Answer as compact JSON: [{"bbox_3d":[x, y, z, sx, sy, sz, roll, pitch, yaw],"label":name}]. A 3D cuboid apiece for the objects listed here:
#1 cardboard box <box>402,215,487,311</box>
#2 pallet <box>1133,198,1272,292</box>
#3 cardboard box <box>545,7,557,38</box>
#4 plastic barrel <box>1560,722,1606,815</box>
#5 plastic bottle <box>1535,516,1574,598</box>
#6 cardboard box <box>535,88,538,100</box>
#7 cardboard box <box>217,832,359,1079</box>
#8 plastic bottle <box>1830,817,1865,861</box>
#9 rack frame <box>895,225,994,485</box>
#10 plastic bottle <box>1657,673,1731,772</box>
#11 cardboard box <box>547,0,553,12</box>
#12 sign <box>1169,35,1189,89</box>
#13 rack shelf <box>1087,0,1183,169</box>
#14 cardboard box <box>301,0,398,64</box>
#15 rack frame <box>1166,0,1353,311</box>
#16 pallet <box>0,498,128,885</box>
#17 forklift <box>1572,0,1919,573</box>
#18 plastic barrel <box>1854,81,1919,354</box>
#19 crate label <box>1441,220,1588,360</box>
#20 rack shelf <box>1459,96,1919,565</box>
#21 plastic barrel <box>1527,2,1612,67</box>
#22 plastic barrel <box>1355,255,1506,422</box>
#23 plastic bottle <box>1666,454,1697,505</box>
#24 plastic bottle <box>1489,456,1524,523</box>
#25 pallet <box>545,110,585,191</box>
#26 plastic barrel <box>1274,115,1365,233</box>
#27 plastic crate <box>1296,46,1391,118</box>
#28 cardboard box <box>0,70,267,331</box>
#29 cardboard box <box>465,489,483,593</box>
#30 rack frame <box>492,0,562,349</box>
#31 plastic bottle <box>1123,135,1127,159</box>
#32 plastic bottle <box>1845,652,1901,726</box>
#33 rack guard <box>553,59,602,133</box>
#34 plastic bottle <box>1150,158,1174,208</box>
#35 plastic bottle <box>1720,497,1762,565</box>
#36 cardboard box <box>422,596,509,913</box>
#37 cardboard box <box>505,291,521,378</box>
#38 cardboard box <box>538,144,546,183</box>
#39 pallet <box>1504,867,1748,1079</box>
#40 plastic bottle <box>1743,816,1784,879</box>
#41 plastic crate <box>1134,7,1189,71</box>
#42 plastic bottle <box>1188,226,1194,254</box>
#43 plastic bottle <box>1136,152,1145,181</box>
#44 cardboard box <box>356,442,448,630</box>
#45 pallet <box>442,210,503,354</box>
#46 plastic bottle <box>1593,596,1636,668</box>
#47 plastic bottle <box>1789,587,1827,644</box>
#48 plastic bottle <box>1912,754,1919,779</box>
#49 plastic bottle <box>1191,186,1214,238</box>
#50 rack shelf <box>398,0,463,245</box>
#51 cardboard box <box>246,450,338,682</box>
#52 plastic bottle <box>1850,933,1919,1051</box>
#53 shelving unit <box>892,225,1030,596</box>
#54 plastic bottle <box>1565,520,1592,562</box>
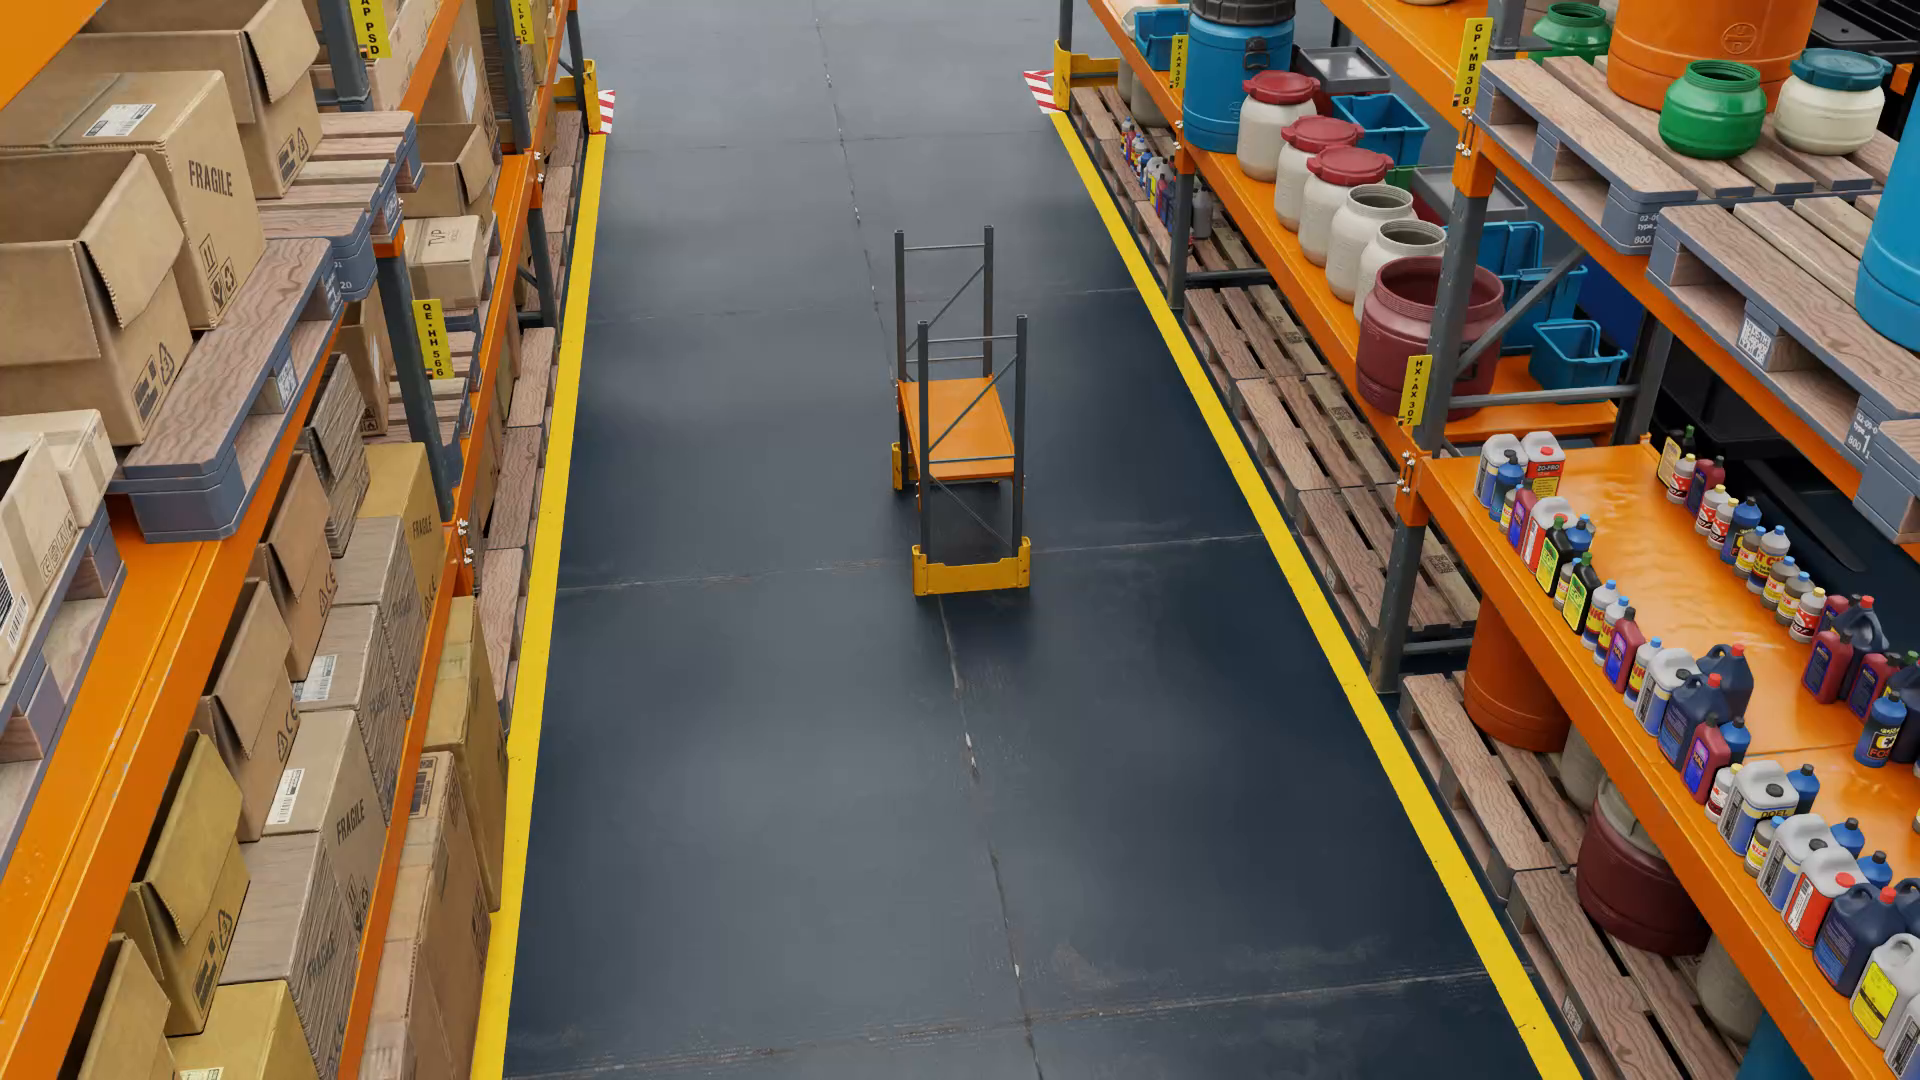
[{"bbox_3d":[-2.491,-1.280,7.725,0.500,0.250,0.500,-5,35,-8],"label":"cardboard box"},{"bbox_3d":[1.828,-2.049,11.569,1.003,0.211,1.213,-4,35,-6],"label":"pallet"},{"bbox_3d":[-3.020,-3.604,11.598,0.380,0.149,0.250,-4,35,-6],"label":"cardboard box"},{"bbox_3d":[2.662,0.844,6.685,0.421,0.512,0.421,0,34,0],"label":"plastic barrel"},{"bbox_3d":[2.188,0.060,6.102,0.061,0.283,0.133,-4,35,-6],"label":"plastic bottle"},{"bbox_3d":[-2.844,-2.765,10.366,0.380,0.149,0.250,-4,35,-6],"label":"cardboard box"},{"bbox_3d":[-1.905,1.140,4.325,0.500,0.500,0.500,-5,35,-7],"label":"cardboard box"},{"bbox_3d":[2.565,0.919,4.853,0.097,0.271,0.097,0,34,0],"label":"plastic bottle"},{"bbox_3d":[-0.080,-0.951,8.814,0.500,1.500,0.032,-4,35,-6],"label":"rack frame"},{"bbox_3d":[2.357,0.559,5.310,0.144,0.351,0.185,-4,35,-6],"label":"plastic bottle"},{"bbox_3d":[-3.312,-3.983,11.578,0.875,0.500,0.500,-4,35,-6],"label":"cardboard box"},{"bbox_3d":[1.330,-2.902,10.099,0.100,0.325,0.005,-4,35,-6],"label":"sign"},{"bbox_3d":[1.608,-3.642,12.069,1.077,0.370,4.000,-4,35,-6],"label":"rack shelf"},{"bbox_3d":[-2.302,-1.985,5.803,0.500,0.500,0.500,-4,34,-6],"label":"cardboard box"},{"bbox_3d":[1.877,-2.823,10.229,1.000,3.000,0.127,-4,35,-6],"label":"rack frame"},{"bbox_3d":[-2.127,0.348,3.082,0.805,0.209,1.217,-6,35,-8],"label":"pallet"},{"bbox_3d":[4.517,-1.740,8.701,1.130,2.935,3.031,-4,34,-6],"label":"forklift"},{"bbox_3d":[2.572,-0.920,3.954,0.600,0.901,0.708,-4,35,-6],"label":"plastic barrel"},{"bbox_3d":[2.549,-1.180,7.787,0.502,0.435,0.616,-4,35,-6],"label":"crate label"},{"bbox_3d":[2.684,-0.417,4.674,1.077,0.370,4.000,-4,35,-6],"label":"rack shelf"},{"bbox_3d":[2.331,-1.900,6.349,0.294,0.245,0.294,0,34,0],"label":"plastic barrel"},{"bbox_3d":[2.052,-0.883,7.261,0.600,0.536,0.708,-4,35,-6],"label":"plastic barrel"},{"bbox_3d":[2.889,-0.250,6.629,0.097,0.201,0.097,0,34,0],"label":"plastic bottle"},{"bbox_3d":[2.141,-0.205,6.501,0.097,0.271,0.097,0,34,0],"label":"plastic bottle"},{"bbox_3d":[-3.485,-3.029,13.008,1.003,0.211,1.213,-4,35,-6],"label":"pallet"},{"bbox_3d":[1.887,-1.919,8.782,0.433,0.535,0.433,0,34,0],"label":"plastic barrel"},{"bbox_3d":[2.245,-2.602,9.848,0.402,0.464,0.583,-4,35,-6],"label":"plastic crate"},{"bbox_3d":[-2.137,-0.860,4.223,0.500,0.500,0.500,-3,34,-4],"label":"cardboard box"},{"bbox_3d":[-2.690,-0.046,7.982,0.700,0.500,0.500,-7,35,-10],"label":"cardboard box"},{"bbox_3d":[-3.031,-2.448,9.678,1.000,3.000,0.127,-4,35,-6],"label":"rack frame"},{"bbox_3d":[1.288,-2.987,12.564,0.097,0.201,0.097,0,34,0],"label":"plastic bottle"},{"bbox_3d":[3.028,0.471,5.499,0.061,0.283,0.133,-4,35,-6],"label":"plastic bottle"},{"bbox_3d":[-3.559,-3.605,13.596,1.175,0.500,0.348,-4,35,-6],"label":"rack guard"},{"bbox_3d":[1.435,-2.535,11.768,0.144,0.351,0.185,-5,35,-7],"label":"plastic bottle"},{"bbox_3d":[2.946,-0.041,6.261,0.097,0.271,0.097,0,34,0],"label":"plastic bottle"},{"bbox_3d":[-2.421,0.875,6.316,1.225,0.875,0.875,-6,35,-9],"label":"cardboard box"},{"bbox_3d":[-2.970,-1.252,9.753,0.700,0.500,0.500,-7,35,-10],"label":"cardboard box"},{"bbox_3d":[-3.322,-2.789,12.026,0.500,0.500,0.500,-1,34,-2],"label":"cardboard box"},{"bbox_3d":[2.723,1.677,6.101,1.003,0.211,1.213,-4,35,-6],"label":"pallet"},{"bbox_3d":[2.402,0.905,4.935,0.097,0.201,0.097,0,34,0],"label":"plastic bottle"},{"bbox_3d":[1.459,-3.359,11.147,0.499,0.251,0.616,-4,35,-6],"label":"plastic crate"},{"bbox_3d":[1.519,-2.027,11.155,0.097,0.201,0.097,0,34,0],"label":"plastic bottle"},{"bbox_3d":[1.347,-2.743,12.205,0.097,0.201,0.097,0,34,0],"label":"plastic bottle"},{"bbox_3d":[-2.181,0.000,5.998,0.500,0.500,0.500,-3,34,-5],"label":"cardboard box"},{"bbox_3d":[-2.800,-1.238,8.073,1.003,0.211,1.213,-4,35,-6],"label":"pallet"},{"bbox_3d":[2.265,0.311,5.745,0.097,0.271,0.097,0,34,0],"label":"plastic bottle"},{"bbox_3d":[3.012,0.259,5.882,0.097,0.201,0.097,0,34,0],"label":"plastic bottle"},{"bbox_3d":[3.111,0.640,5.262,0.097,0.271,0.097,0,34,0],"label":"plastic bottle"},{"bbox_3d":[1.647,-2.259,11.362,0.144,0.351,0.185,-4,35,-6],"label":"plastic bottle"},{"bbox_3d":[-2.762,-2.274,7.399,1.077,0.370,4.000,-4,35,-6],"label":"rack shelf"},{"bbox_3d":[-2.326,0.101,4.958,0.797,0.503,0.637,-4,34,-5],"label":"cardboard box"},{"bbox_3d":[2.505,1.173,4.408,0.144,0.351,0.185,-4,35,-6],"label":"plastic bottle"},{"bbox_3d":[-0.010,-0.662,8.390,0.587,1.500,1.083,-4,35,-6],"label":"shelving unit"},{"bbox_3d":[2.264,0.049,6.129,0.097,0.271,0.097,0,34,0],"label":"plastic bottle"}]
